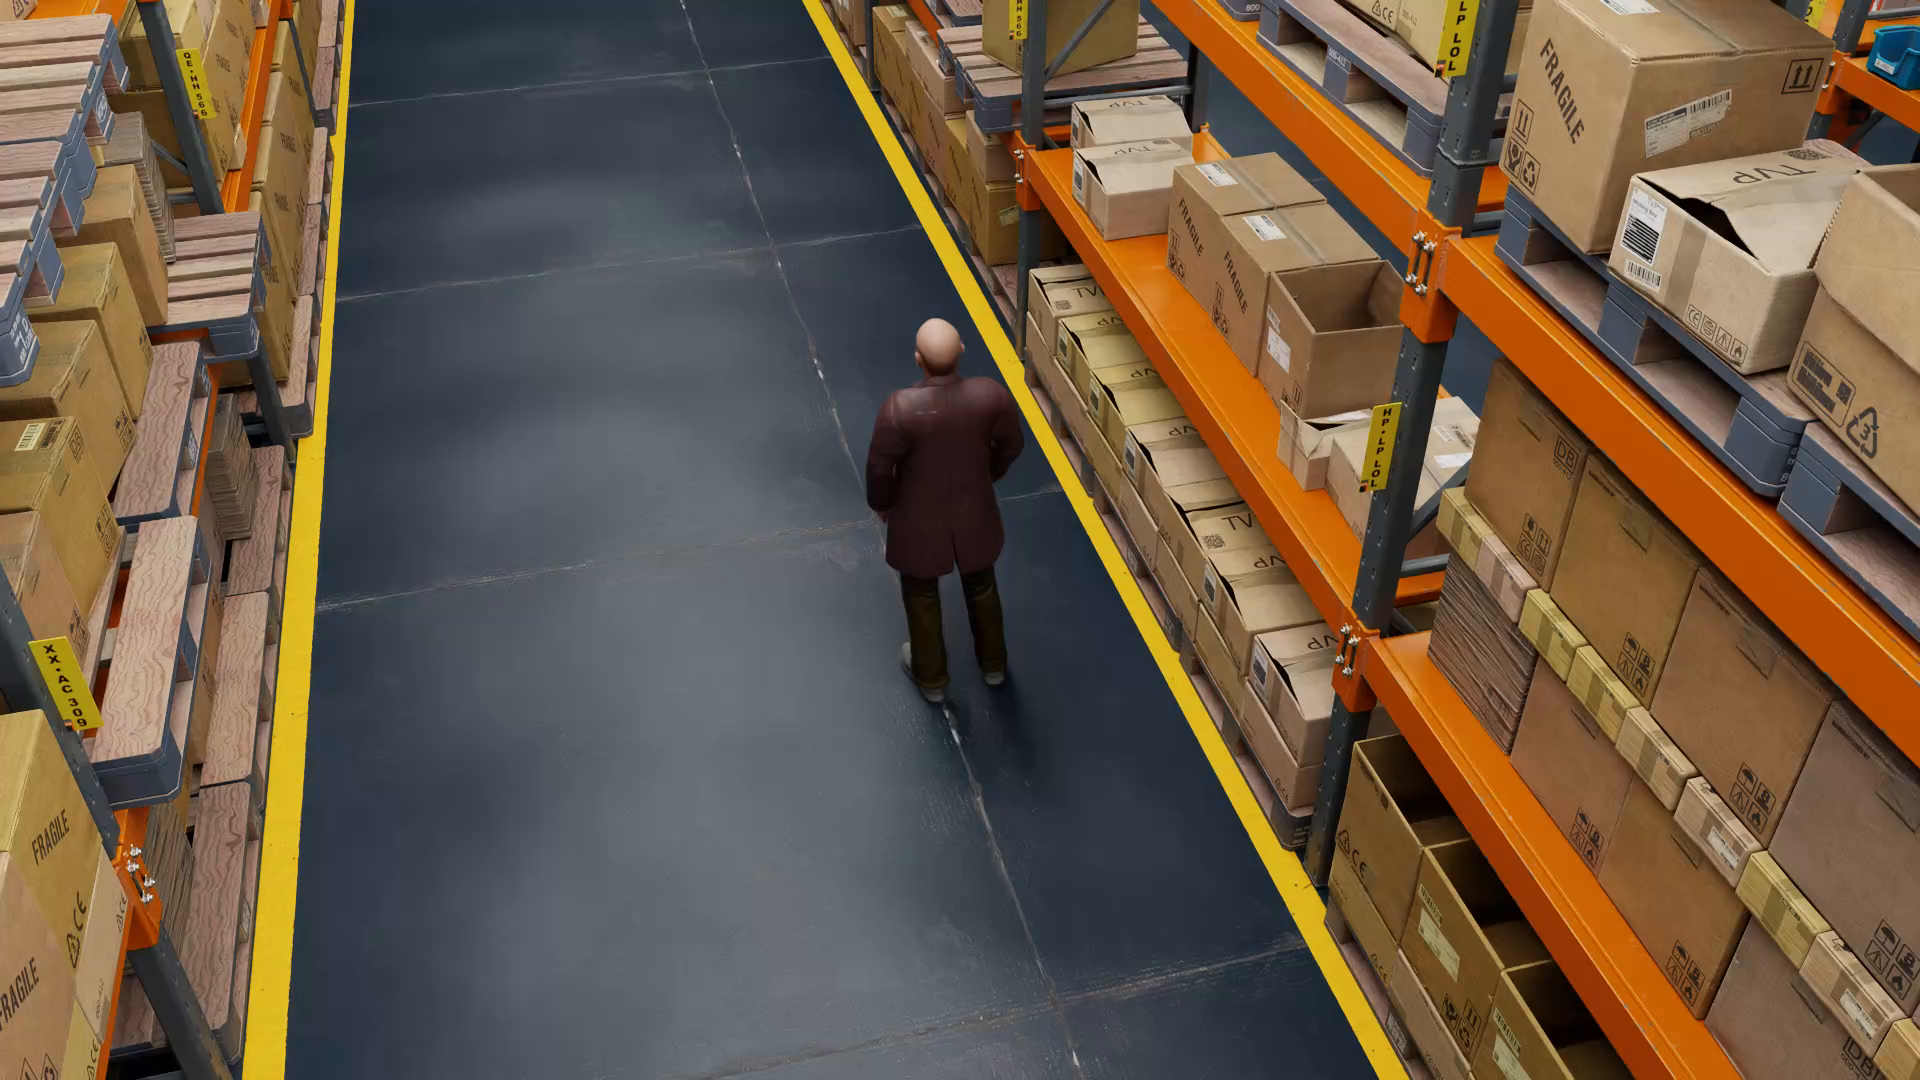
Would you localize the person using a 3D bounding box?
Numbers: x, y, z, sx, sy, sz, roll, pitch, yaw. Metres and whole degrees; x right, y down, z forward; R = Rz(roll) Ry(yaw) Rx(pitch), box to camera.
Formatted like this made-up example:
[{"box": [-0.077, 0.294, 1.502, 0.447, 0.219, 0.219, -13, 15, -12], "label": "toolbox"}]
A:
[{"box": [-0.073, -0.134, 6.896, 0.661, 1.777, 0.438, -10, 39, -12], "label": "person"}]
